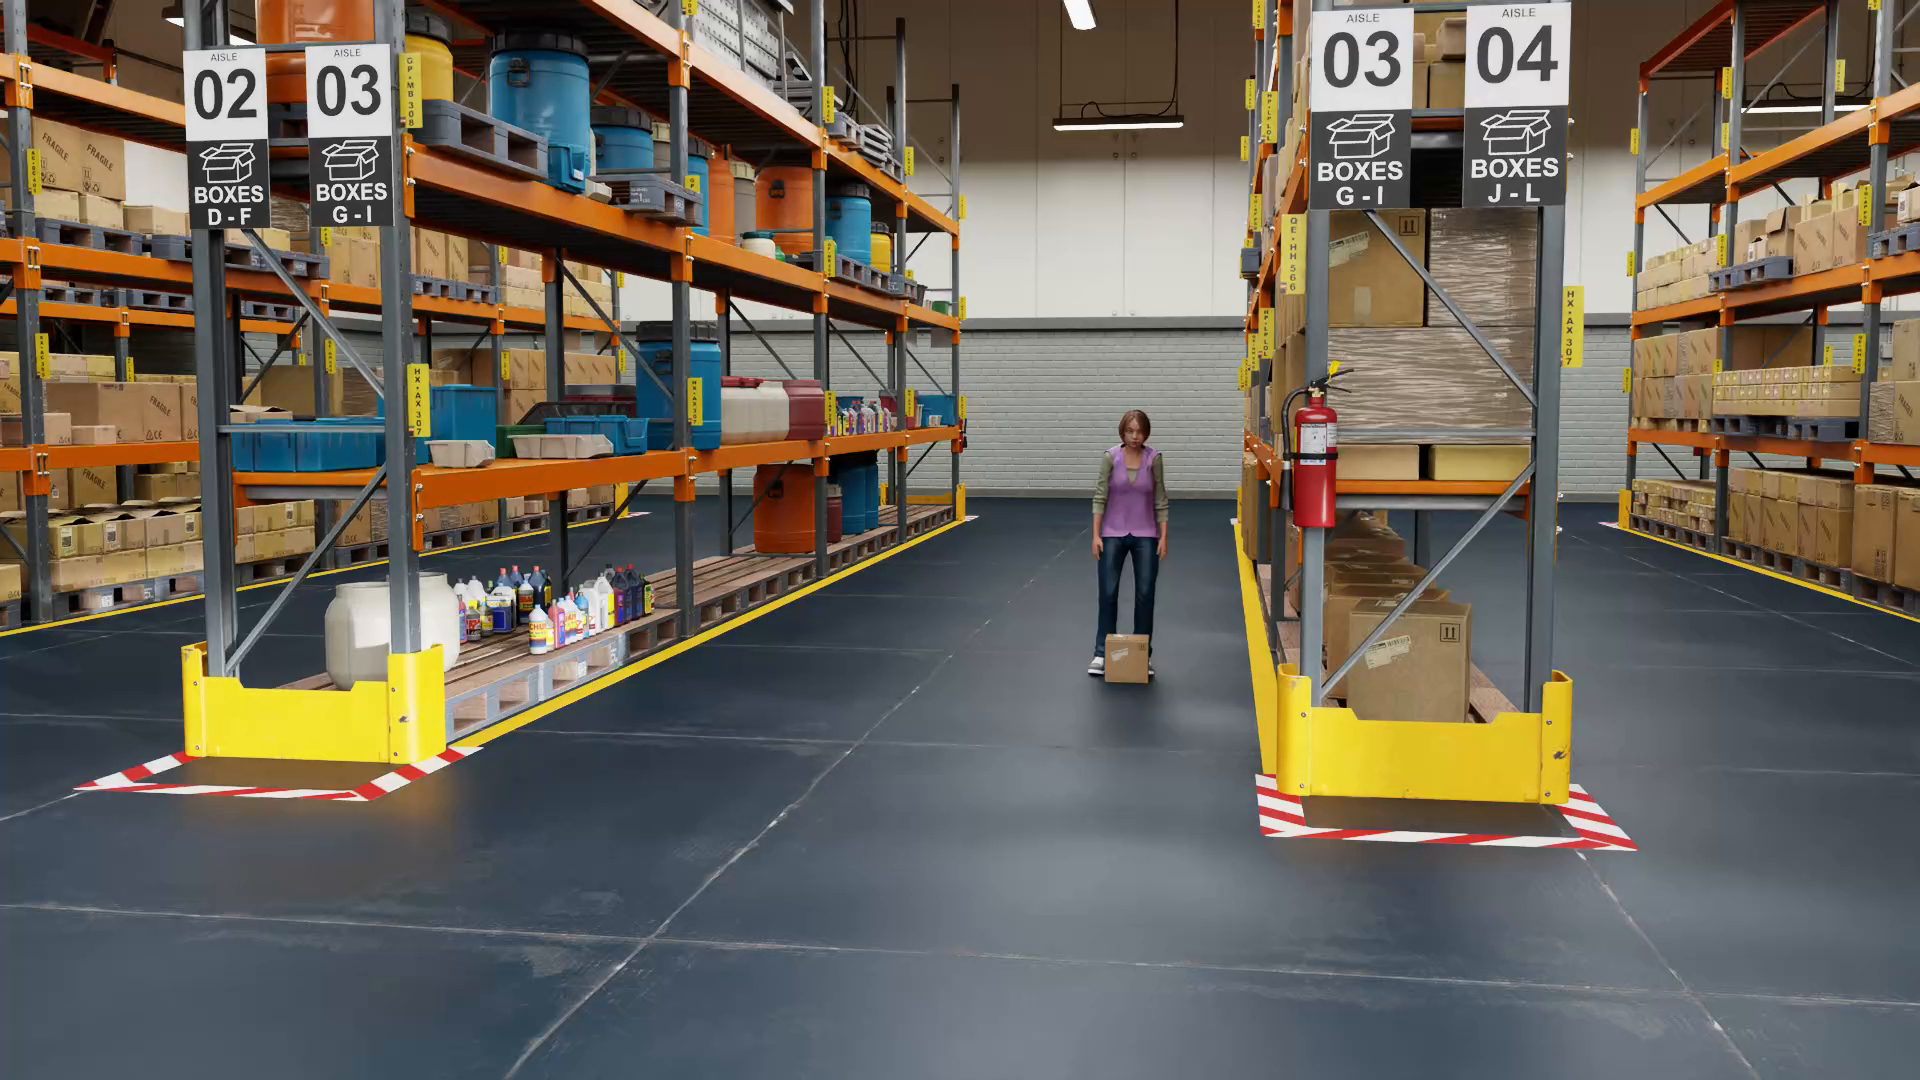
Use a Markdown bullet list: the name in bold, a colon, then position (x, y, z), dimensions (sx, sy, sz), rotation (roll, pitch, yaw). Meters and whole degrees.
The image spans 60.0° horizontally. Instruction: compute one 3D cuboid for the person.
- **person**: position (1.018, 0.017, 10.003), dimensions (0.480, 1.580, 0.346), rotation (0, 5, 5)
